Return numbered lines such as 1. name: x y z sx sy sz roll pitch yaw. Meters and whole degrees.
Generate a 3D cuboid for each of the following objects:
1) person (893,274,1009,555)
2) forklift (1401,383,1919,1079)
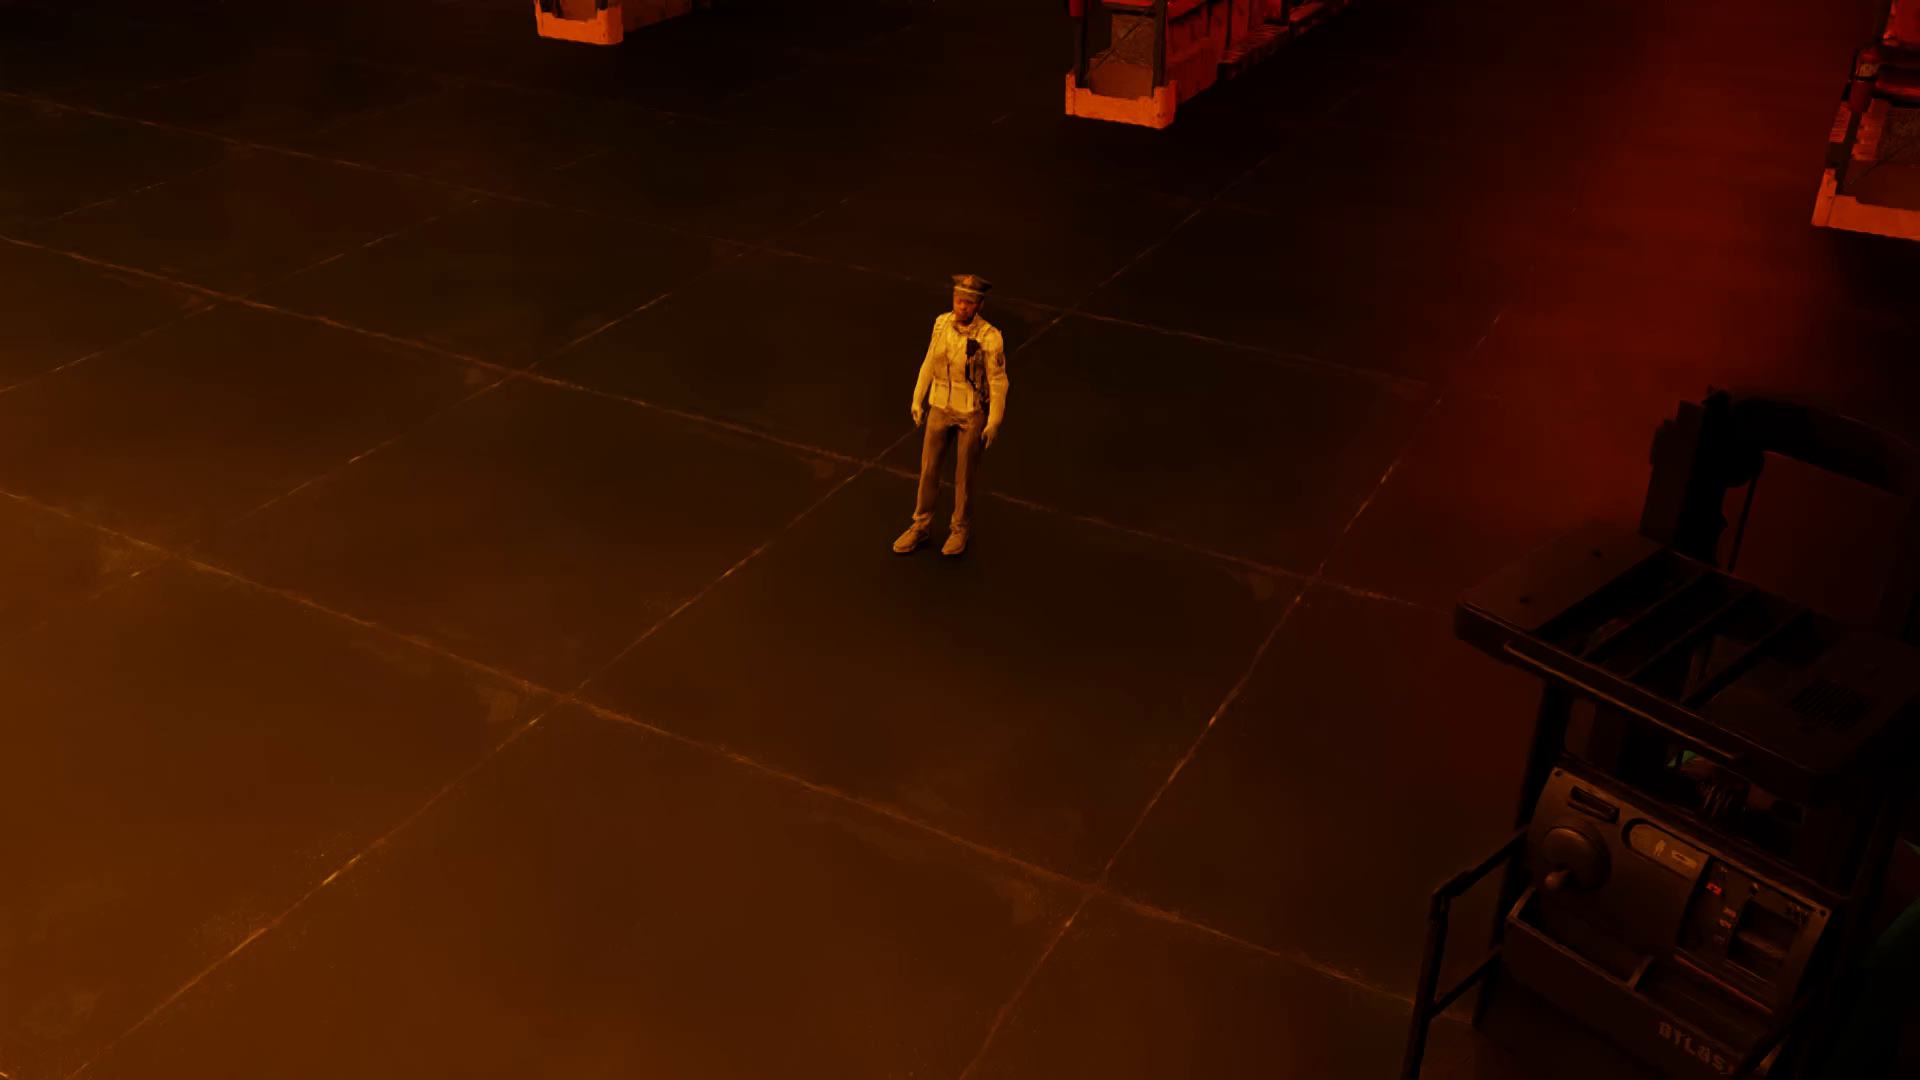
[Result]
1. person: -0.039 -0.713 9.527 0.586 1.695 0.532 15 33 25
2. forklift: 2.097 1.111 5.146 3.031 2.935 1.130 -24 37 -35
